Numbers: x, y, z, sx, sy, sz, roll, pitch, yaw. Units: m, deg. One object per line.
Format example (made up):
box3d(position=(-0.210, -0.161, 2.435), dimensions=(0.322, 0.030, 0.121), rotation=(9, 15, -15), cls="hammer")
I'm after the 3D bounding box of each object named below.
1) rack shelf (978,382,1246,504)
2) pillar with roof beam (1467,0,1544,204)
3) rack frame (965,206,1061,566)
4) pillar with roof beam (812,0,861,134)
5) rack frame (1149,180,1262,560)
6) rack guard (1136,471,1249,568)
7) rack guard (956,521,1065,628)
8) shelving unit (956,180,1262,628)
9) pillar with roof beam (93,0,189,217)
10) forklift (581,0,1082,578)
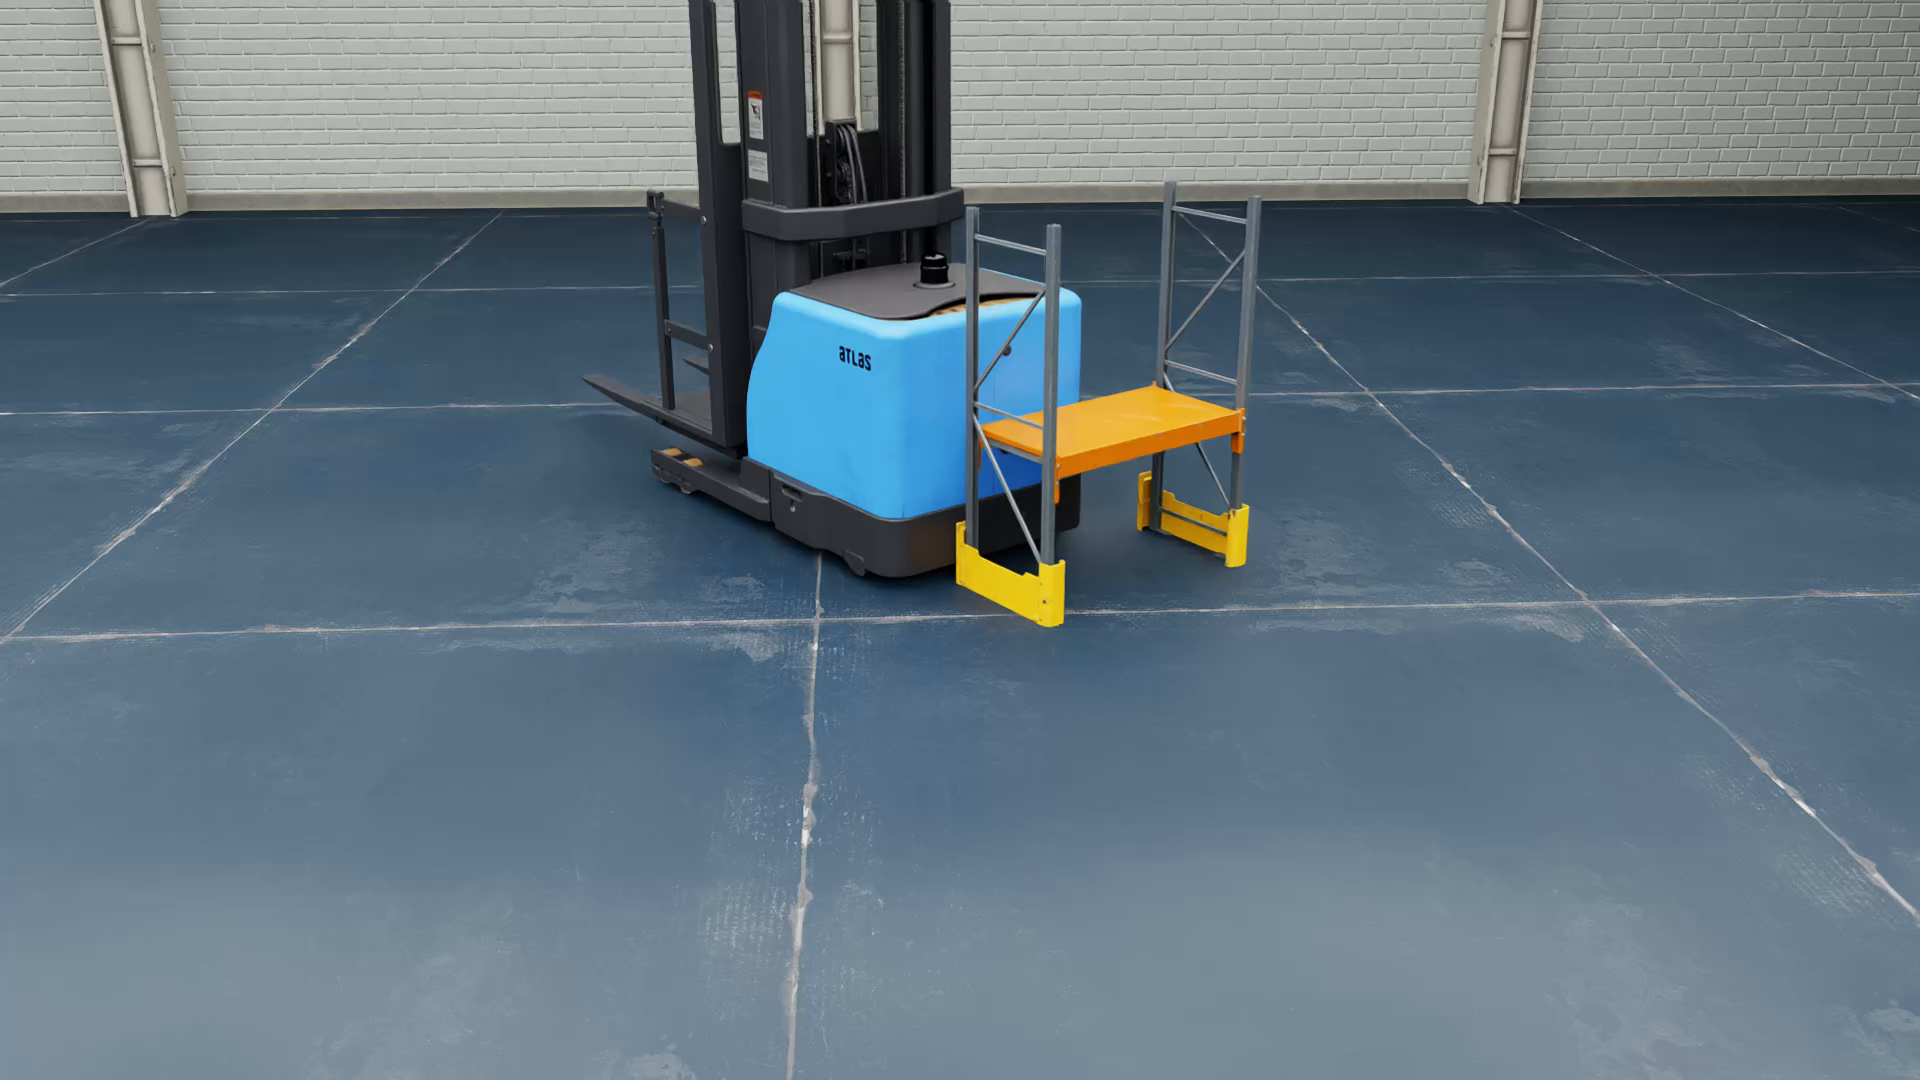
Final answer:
box3d(position=(0.587, -0.401, 6.572), dimensions=(1.000, 0.185, 0.538), rotation=(-15, 26, -35), cls="rack shelf")
box3d(position=(5.160, -5.806, 9.722), dimensions=(0.400, 9.000, 9.100), rotation=(-1, 21, -3), cls="pillar with roof beam")
box3d(position=(0.186, -0.458, 6.216), dimensions=(0.032, 1.500, 0.500), rotation=(-15, 26, -35), cls="rack frame")
box3d(position=(-0.830, -5.684, 9.402), dimensions=(0.400, 9.000, 9.100), rotation=(-1, 21, -3), cls="pillar with roof beam")
box3d(position=(0.989, -0.680, 6.799), dimensions=(0.032, 1.500, 0.500), rotation=(-15, 26, -35), cls="rack frame")
box3d(position=(0.973, -0.092, 7.010), dimensions=(0.087, 0.250, 0.587), rotation=(-15, 26, -35), cls="rack guard")
box3d(position=(0.187, 0.126, 6.439), dimensions=(0.087, 0.250, 0.587), rotation=(-15, 26, -35), cls="rack guard")
box3d(position=(0.580, -0.567, 6.502), dimensions=(1.083, 1.500, 0.587), rotation=(-15, 26, -35), cls="shelving unit")
box3d(position=(-6.820, -5.562, 9.082), dimensions=(0.400, 9.000, 9.100), rotation=(-1, 21, -3), cls="pillar with roof beam")
box3d(position=(-0.796, -1.677, 7.406), dimensions=(1.130, 2.935, 3.031), rotation=(-16, 26, -35), cls="forklift")
